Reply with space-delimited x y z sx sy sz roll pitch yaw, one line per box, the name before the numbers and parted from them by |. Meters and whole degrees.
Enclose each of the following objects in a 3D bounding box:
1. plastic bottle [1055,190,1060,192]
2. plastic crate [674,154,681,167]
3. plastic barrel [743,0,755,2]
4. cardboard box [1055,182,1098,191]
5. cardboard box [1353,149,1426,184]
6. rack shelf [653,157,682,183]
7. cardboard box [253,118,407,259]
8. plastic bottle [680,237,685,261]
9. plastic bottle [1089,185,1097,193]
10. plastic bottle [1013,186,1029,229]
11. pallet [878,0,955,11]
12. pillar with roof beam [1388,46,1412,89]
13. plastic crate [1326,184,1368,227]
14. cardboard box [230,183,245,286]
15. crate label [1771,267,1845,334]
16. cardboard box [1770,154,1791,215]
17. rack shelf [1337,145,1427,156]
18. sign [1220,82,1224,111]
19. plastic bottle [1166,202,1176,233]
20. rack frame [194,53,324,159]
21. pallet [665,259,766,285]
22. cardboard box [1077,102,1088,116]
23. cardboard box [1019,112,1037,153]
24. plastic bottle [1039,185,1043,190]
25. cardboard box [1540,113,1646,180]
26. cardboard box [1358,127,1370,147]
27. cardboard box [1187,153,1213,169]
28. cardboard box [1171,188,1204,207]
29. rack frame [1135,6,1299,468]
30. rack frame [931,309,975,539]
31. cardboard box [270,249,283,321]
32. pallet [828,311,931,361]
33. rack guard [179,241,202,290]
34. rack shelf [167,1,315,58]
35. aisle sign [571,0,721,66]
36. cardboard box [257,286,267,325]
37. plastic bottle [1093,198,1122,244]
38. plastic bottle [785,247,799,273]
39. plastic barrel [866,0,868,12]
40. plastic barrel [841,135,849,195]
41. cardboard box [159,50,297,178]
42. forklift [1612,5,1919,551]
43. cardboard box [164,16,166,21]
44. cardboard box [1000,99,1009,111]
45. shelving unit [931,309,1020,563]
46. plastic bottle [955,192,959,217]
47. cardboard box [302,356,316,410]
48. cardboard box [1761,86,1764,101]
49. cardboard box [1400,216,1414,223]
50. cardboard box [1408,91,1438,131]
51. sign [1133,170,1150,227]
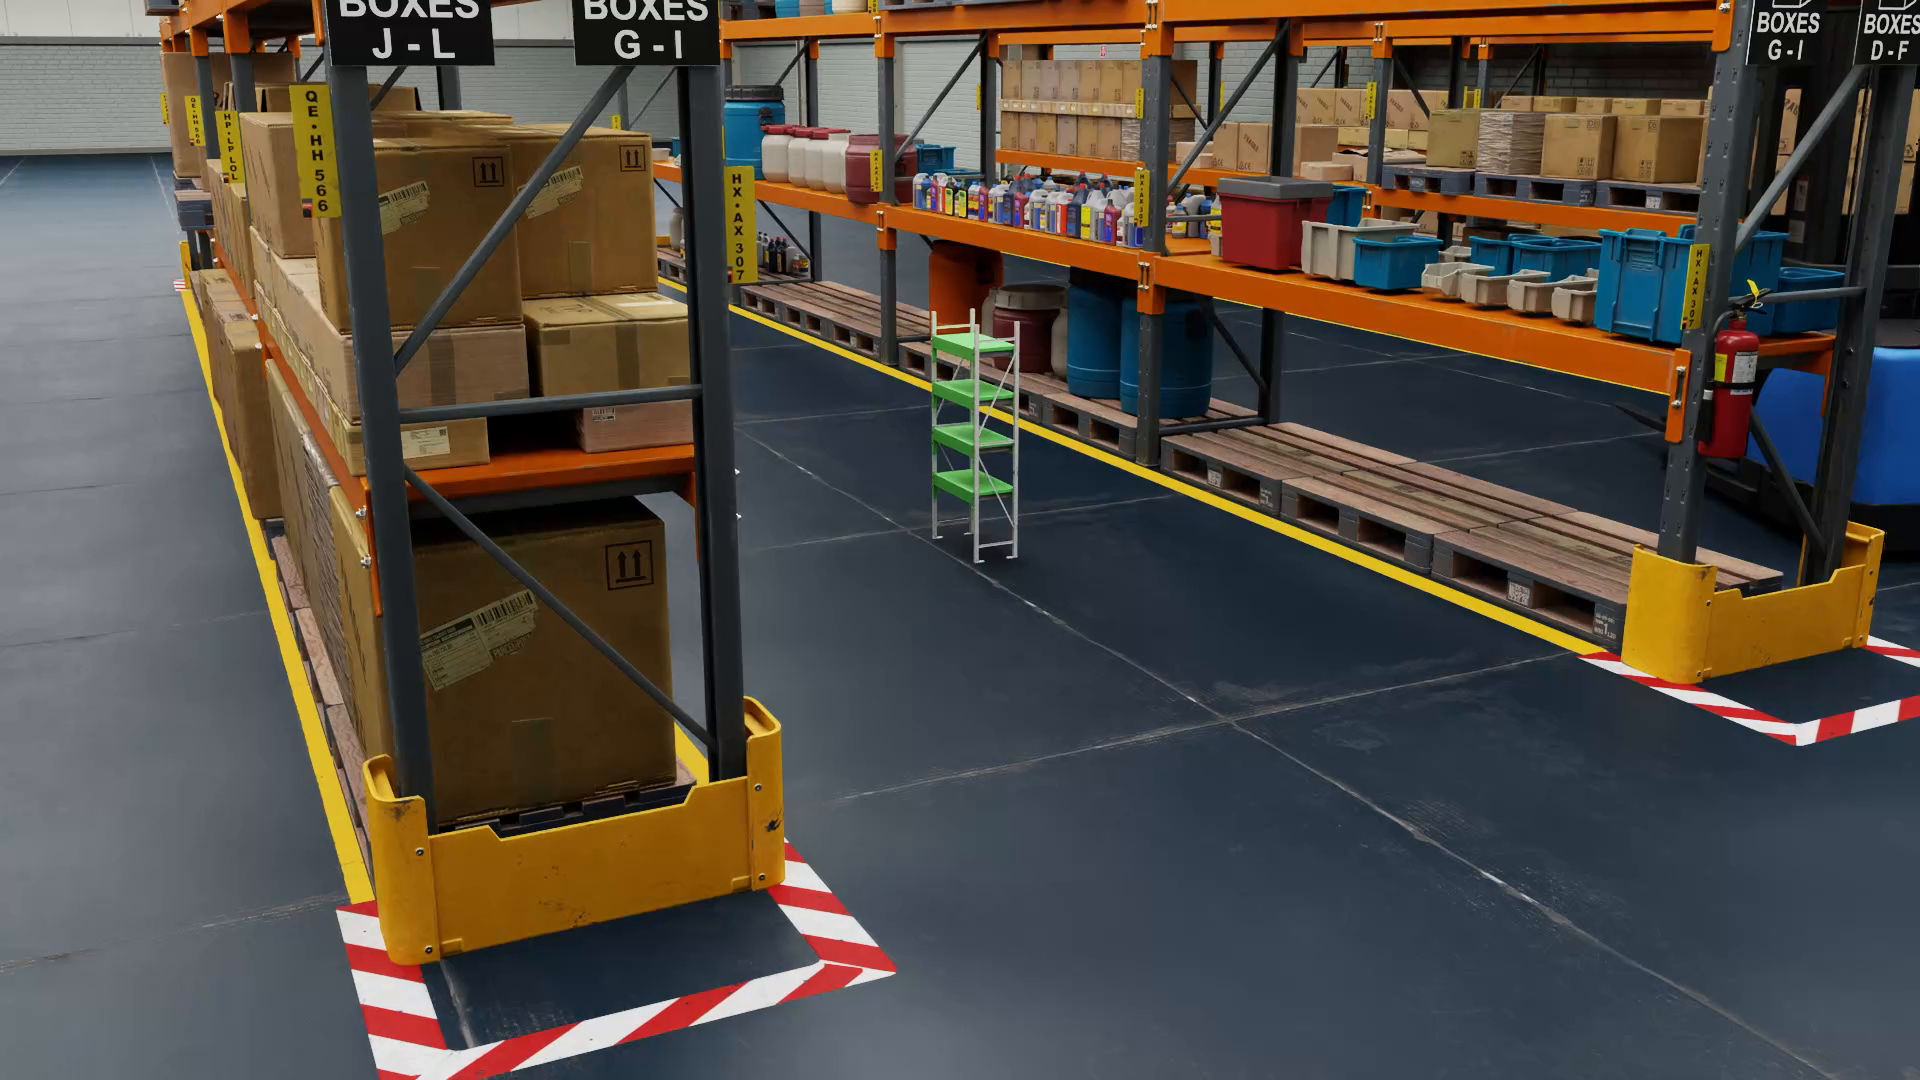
plastic bottle | 0.673 -2.283 11.502 0.097 0.271 0.097 0 16 0
plastic crate | -2.870 -4.189 18.389 0.530 0.136 0.437 -8 18 -25
plastic barrel | -2.271 -6.088 17.420 0.600 0.901 0.708 -8 18 -25
cardboard box | 1.460 -4.242 20.958 0.500 0.500 0.500 -8 18 -25
cardboard box | 4.155 -3.602 16.027 0.500 0.311 0.500 -6 17 -21
rack shelf | -2.807 -4.094 18.883 1.077 0.370 4.000 -8 18 -25
cardboard box | -2.458 -1.392 6.536 0.500 0.500 0.500 -8 18 -27
plastic bottle | -3.169 -3.349 19.130 0.097 0.271 0.097 0 16 0
plastic bottle | 0.965 -2.409 11.941 0.097 0.271 0.097 0 16 0
plastic bottle | 0.426 -2.321 11.613 0.061 0.283 0.133 -8 18 -25
pallet | 0.068 -4.102 12.510 1.003 0.211 1.213 -8 18 -25
pillar with roof beam | 2.436 -8.427 21.803 9.100 9.000 0.400 -8 18 -25
plastic crate | 2.085 -1.907 9.878 0.392 0.384 0.575 -8 18 -25
cardboard box | -3.540 -1.616 8.764 0.500 0.500 0.500 -7 17 -23
crate label | 3.514 -1.018 7.054 0.416 0.233 0.303 -8 18 -25
cardboard box | 6.006 -2.447 11.657 0.500 0.500 0.500 -7 17 -23
rack shelf | 6.098 -5.291 23.055 1.077 0.370 4.000 -8 18 -25
sign | 3.007 -5.128 19.227 0.100 0.325 0.005 -8 18 -25
plastic bottle | 1.441 -2.197 11.327 0.097 0.201 0.097 0 16 0
rack frame | -4.631 -2.354 11.514 1.000 3.000 0.127 -8 18 -25
pallet | -2.726 -3.078 19.094 1.003 0.211 1.213 -8 18 -25
cardboard box | 1.656 -5.258 20.278 0.380 0.149 0.250 -7 17 -23
cardboard box | 1.198 -5.335 21.721 0.700 0.500 0.500 -7 17 -23
plastic bottle | 0.645 -2.647 12.898 0.097 0.201 0.097 0 16 0
cardboard box | 5.198 -3.238 13.655 0.700 0.500 0.500 -13 21 -39
cardboard box | 5.828 -5.531 22.824 0.500 0.250 0.500 -7 18 -24
cardboard box | 2.728 -4.176 18.322 0.380 0.149 0.250 -8 18 -25
cardboard box | 2.601 -3.935 19.889 0.500 0.500 0.500 -8 18 -25
rack frame | 1.573 -1.960 10.144 1.000 3.000 0.127 -8 18 -25
rack frame | -0.034 -0.596 8.653 0.240 1.200 0.015 -8 18 -25
cardboard box | -2.463 -1.033 6.644 0.500 0.250 0.500 -7 18 -24
pallet | -0.483 -1.809 14.670 1.003 0.211 1.213 -8 18 -25
rack guard | -8.103 -3.117 18.706 1.175 0.500 0.348 -8 18 -25
rack shelf | -5.507 -3.945 12.928 1.077 0.370 4.000 -8 18 -25
aisle sign | -0.825 -1.638 4.307 0.394 0.787 0.004 -8 18 -25
cardboard box | -2.933 -1.062 7.470 0.380 0.149 0.250 -8 18 -27
plastic bottle | 0.950 -2.050 10.681 0.152 0.276 0.135 -8 18 -25
plastic bottle | -1.843 -3.055 18.099 0.152 0.276 0.135 -7 17 -23
plastic barrel | -0.630 -4.992 14.493 0.600 0.830 0.708 -8 18 -25
plastic barrel | -0.822 -3.235 14.383 0.421 0.512 0.421 0 16 0
cardboard box | -6.161 -3.622 14.084 1.000 1.000 1.000 -8 18 -25
forklift | 4.836 -1.708 9.388 1.130 2.935 3.031 -1 16 -5
cardboard box | -7.480 -5.177 16.188 0.500 0.250 0.500 -7 17 -23
cardboard box | 0.749 -5.770 22.062 0.380 0.149 0.250 -8 18 -25
shelving unit | 0.072 -0.536 8.442 0.258 1.200 0.503 -8 18 -25
plastic bottle | 0.007 -2.530 12.490 0.097 0.201 0.097 0 16 0
cardboard box | -2.027 -0.551 5.687 0.380 0.149 0.250 -8 18 -26
cardboard box | 8.549 -4.802 17.893 0.380 0.149 0.250 -10 19 -32
cardboard box | 6.292 -4.381 22.951 0.380 0.149 0.250 -9 18 -29
cardboard box | 6.266 -5.642 21.849 0.500 0.500 0.500 -8 18 -25
sign | 1.078 -2.027 9.875 0.100 0.325 0.005 -8 18 -25
